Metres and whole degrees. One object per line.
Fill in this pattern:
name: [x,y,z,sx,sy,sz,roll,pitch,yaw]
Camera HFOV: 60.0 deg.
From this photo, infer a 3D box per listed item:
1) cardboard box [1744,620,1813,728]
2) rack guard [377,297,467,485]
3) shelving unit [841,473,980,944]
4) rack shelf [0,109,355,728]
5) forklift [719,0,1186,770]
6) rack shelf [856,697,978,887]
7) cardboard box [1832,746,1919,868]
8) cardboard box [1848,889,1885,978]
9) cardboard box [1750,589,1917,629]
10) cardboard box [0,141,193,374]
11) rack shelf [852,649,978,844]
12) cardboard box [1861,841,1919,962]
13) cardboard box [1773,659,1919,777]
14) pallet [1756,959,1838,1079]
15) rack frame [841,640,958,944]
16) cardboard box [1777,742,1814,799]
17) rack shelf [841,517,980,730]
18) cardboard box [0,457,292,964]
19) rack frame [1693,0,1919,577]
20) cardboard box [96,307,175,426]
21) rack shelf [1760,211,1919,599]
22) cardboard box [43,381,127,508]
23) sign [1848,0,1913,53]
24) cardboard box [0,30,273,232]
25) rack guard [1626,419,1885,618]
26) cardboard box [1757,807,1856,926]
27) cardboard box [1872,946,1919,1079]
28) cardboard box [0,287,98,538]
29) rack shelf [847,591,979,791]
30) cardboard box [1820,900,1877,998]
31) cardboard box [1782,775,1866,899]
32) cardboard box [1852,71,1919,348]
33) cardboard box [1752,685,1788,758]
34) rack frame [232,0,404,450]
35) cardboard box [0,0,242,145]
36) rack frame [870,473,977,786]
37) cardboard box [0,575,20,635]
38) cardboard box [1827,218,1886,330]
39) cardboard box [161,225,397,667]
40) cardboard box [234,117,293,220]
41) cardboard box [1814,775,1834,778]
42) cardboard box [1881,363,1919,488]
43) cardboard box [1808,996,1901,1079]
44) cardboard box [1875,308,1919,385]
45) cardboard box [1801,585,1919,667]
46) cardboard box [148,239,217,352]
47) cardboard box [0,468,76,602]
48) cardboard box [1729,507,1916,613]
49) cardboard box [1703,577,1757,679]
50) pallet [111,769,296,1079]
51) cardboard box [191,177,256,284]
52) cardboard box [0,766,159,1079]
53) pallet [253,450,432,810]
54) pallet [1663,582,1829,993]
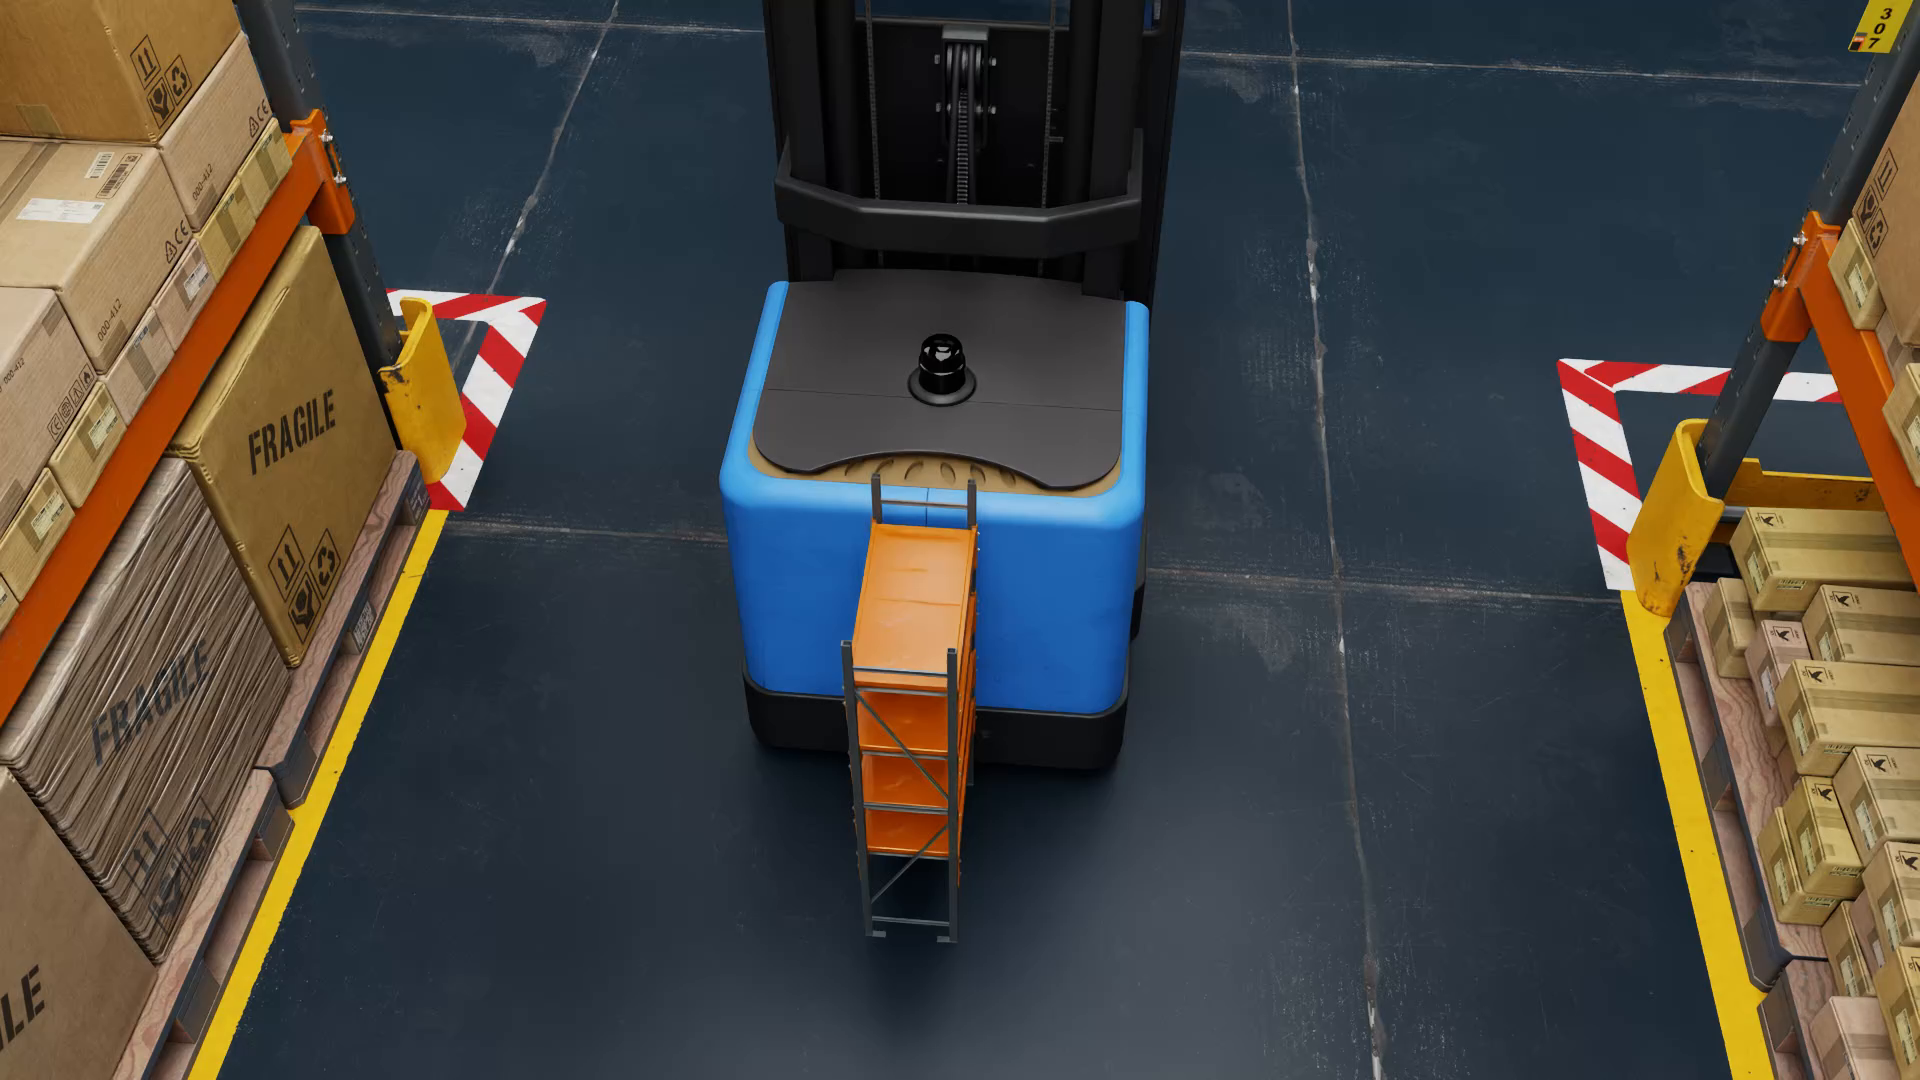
cardboard box: [2.289,0.359,4.335,0.380,0.149,0.250,4,48,3]
rack guard: [-2.254,-0.508,5.376,1.175,0.500,0.348,4,48,4]
shelving unit: [-0.104,0.445,4.030,0.258,1.200,0.503,4,48,3]
rack shelf: [-2.439,0.378,3.359,1.077,0.370,4.000,4,48,4]
forklift: [0.056,-1.449,4.589,1.130,2.935,3.031,4,48,3]
rack shelf: [-0.104,0.625,4.226,0.258,0.148,0.480,4,48,3]
cardboard box: [2.291,0.630,3.885,0.380,0.149,0.250,2,48,2]
cardboard box: [2.294,0.927,3.815,0.380,0.149,0.250,2,48,2]
cardboard box: [2.370,0.161,4.516,0.380,0.149,0.250,6,48,5]
cardboard box: [-2.083,-0.637,3.700,0.500,0.250,0.500,3,48,3]
rack shelf: [-0.104,0.491,4.079,0.258,0.148,0.480,4,48,3]
cardboard box: [2.257,0.833,3.699,0.380,0.149,0.250,6,48,5]
cardboard box: [2.232,0.443,4.057,0.380,0.149,0.250,4,48,3]
pallet: [2.444,1.559,3.681,1.003,0.211,1.213,4,48,4]
rack frame: [-0.126,0.625,3.865,0.240,1.200,0.015,4,48,3]
cardboard box: [2.349,0.638,4.281,0.380,0.149,0.250,4,48,4]
rack shelf: [-0.104,0.180,3.740,0.258,0.148,0.480,4,48,3]
cardboard box: [-2.318,0.385,4.020,0.875,0.875,0.875,4,48,4]
rack frame: [2.673,-0.926,4.065,1.000,3.000,0.127,4,48,4]
cardboard box: [-2.031,-0.406,3.759,0.380,0.149,0.250,5,48,4]
rack shelf: [2.491,0.786,2.986,1.077,0.370,4.000,4,48,4]
cardboard box: [-2.053,-0.215,3.584,0.380,0.149,0.250,3,48,3]
sign: [2.133,-1.255,3.778,0.100,0.325,0.005,4,48,4]
cardboard box: [-2.036,-1.010,4.041,0.500,0.250,0.500,3,48,3]
rack guard: [2.667,-0.027,4.936,1.175,0.500,0.348,4,48,4]
cardboard box: [2.216,0.819,4.116,0.380,0.149,0.250,4,48,4]
cardboard box: [2.187,1.024,3.525,0.380,0.149,0.250,5,48,4]
cardboard box: [-2.129,-0.263,3.358,0.500,0.250,0.500,2,48,2]
rack shelf: [-0.104,0.340,3.914,0.258,0.148,0.480,4,48,3]
cardboard box: [2.288,1.013,3.939,0.380,0.149,0.250,4,48,4]
cardboard box: [2.223,0.726,3.999,0.380,0.149,0.250,5,48,5]
cardboard box: [2.357,-0.749,3.633,0.500,0.500,0.500,6,48,5]
cardboard box: [2.365,0.455,4.448,0.380,0.149,0.250,4,48,3]
rack frame: [-2.257,-1.334,4.438,1.000,3.000,0.127,4,48,4]
cardboard box: [-2.039,-1.261,3.763,0.500,0.500,0.500,4,48,4]
rack frame: [-0.082,0.266,4.194,0.240,1.200,0.015,4,48,3]
cardboard box: [-2.101,0.158,3.243,0.380,0.149,0.250,5,48,4]
cardboard box: [2.318,-0.626,3.960,0.380,0.149,0.250,4,48,3]
cardboard box: [-2.235,-0.283,4.632,0.875,0.875,0.875,4,48,4]
cardboard box: [-1.961,-0.966,4.271,0.380,0.149,0.250,5,48,4]
cardboard box: [2.355,0.545,4.165,0.380,0.149,0.250,4,48,4]
cardboard box: [2.258,-0.242,3.609,0.380,0.149,0.250,3,48,2]
cardboard box: [2.179,1.190,3.776,0.380,0.149,0.250,2,48,2]
cardboard box: [2.336,-0.436,3.786,0.380,0.149,0.250,5,48,5]
cardboard box: [2.382,0.266,4.218,0.380,0.149,0.250,5,48,4]
cardboard box: [-2.007,-0.589,3.926,0.380,0.149,0.250,4,48,4]
cardboard box: [-2.076,-0.024,3.410,0.380,0.149,0.250,4,48,4]
cardboard box: [2.287,0.055,4.411,0.380,0.149,0.250,2,48,2]
cardboard box: [2.307,0.257,4.629,0.380,0.149,0.250,5,48,4]
pallet: [-2.365,1.094,4.107,1.003,0.211,1.213,4,48,4]
cardboard box: [-1.983,-0.775,4.096,0.380,0.149,0.250,4,48,4]
cardboard box: [-2.399,1.039,3.422,0.875,0.875,0.875,4,48,4]
pallet: [-2.252,0.200,4.924,1.003,0.211,1.213,4,48,4]
pallet: [2.557,0.665,4.499,1.003,0.211,1.213,4,48,4]
